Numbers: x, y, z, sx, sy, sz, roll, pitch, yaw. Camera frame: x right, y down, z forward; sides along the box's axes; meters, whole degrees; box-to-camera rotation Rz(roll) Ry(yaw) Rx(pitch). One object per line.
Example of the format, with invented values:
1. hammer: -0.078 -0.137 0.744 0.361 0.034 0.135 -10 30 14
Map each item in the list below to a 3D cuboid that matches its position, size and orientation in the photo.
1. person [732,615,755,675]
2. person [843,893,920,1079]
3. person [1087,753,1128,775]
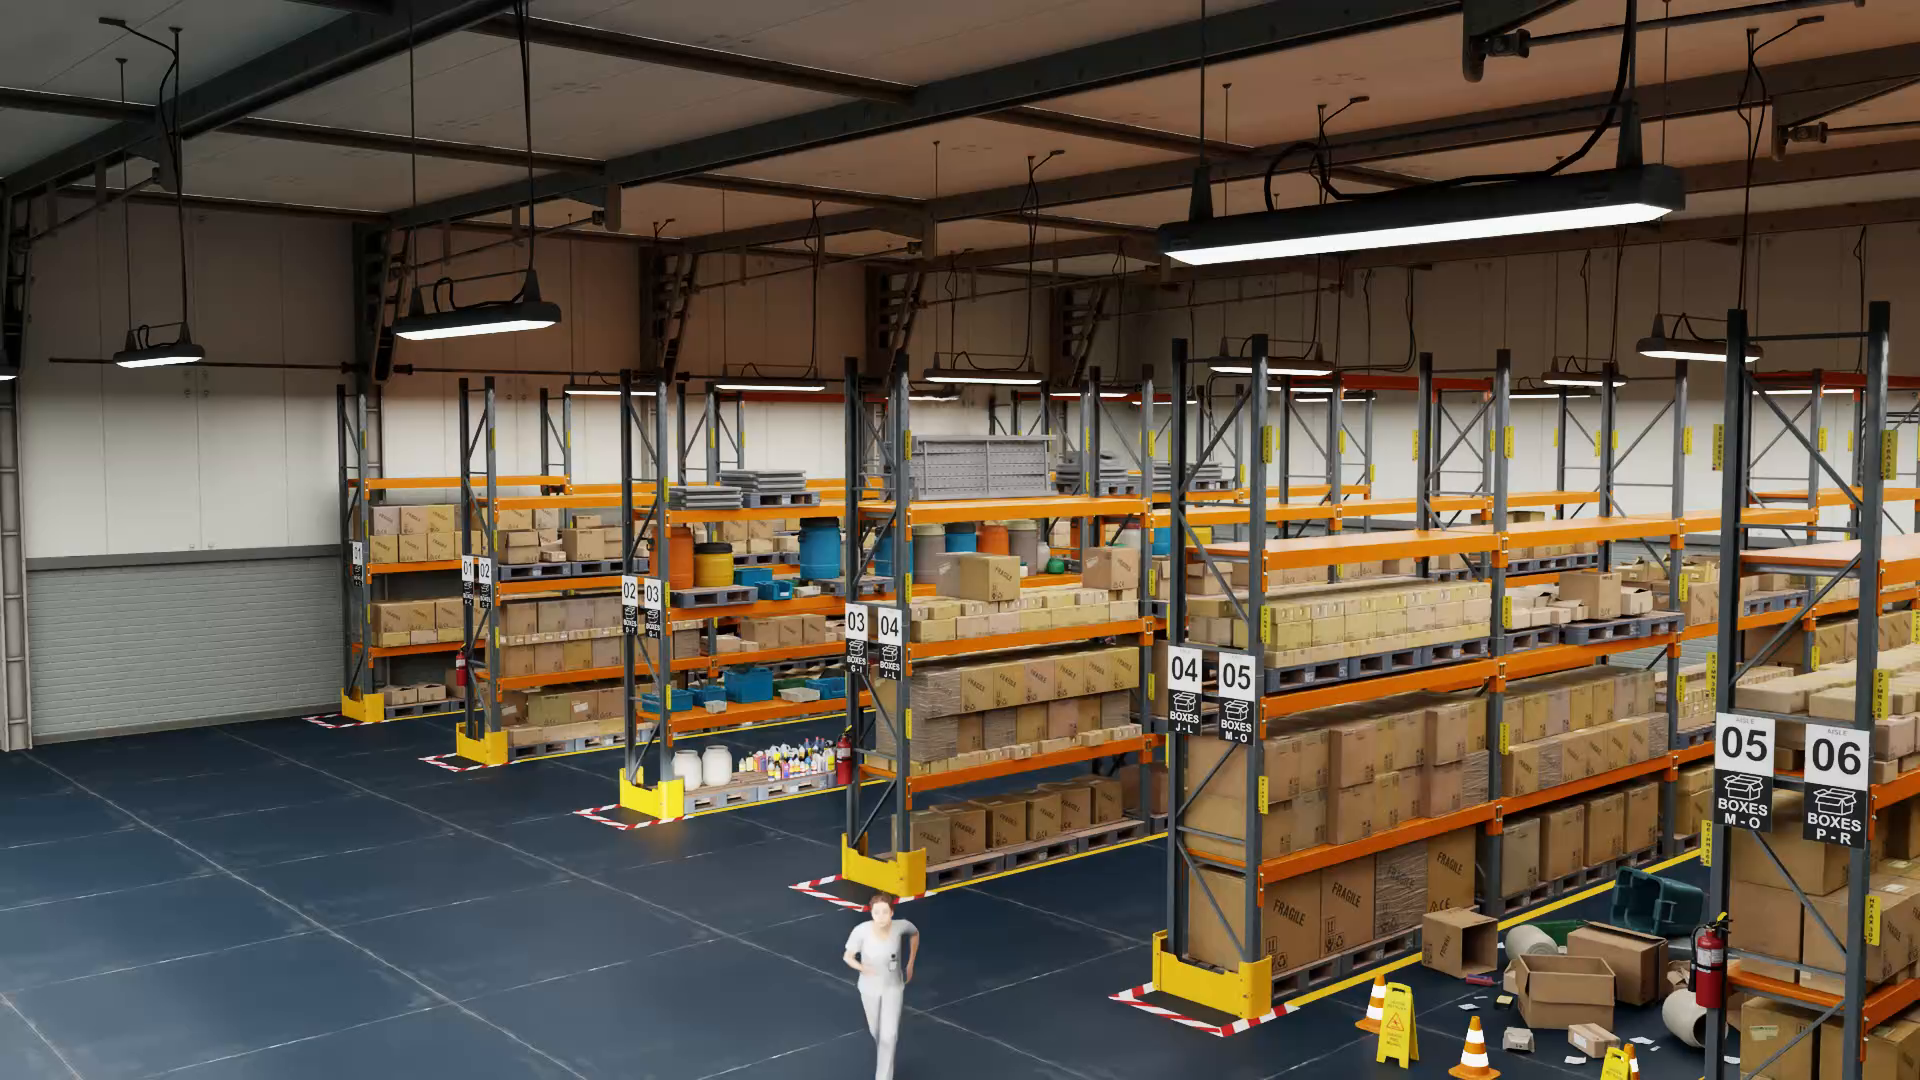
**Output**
1. person: -4.211 2.250 32.346 0.616 1.591 0.654 3 5 43
2. person: -0.600 3.503 12.880 0.567 1.671 1.012 0 4 4
3. person: 2.169 2.769 23.668 0.634 1.769 0.817 3 5 42
